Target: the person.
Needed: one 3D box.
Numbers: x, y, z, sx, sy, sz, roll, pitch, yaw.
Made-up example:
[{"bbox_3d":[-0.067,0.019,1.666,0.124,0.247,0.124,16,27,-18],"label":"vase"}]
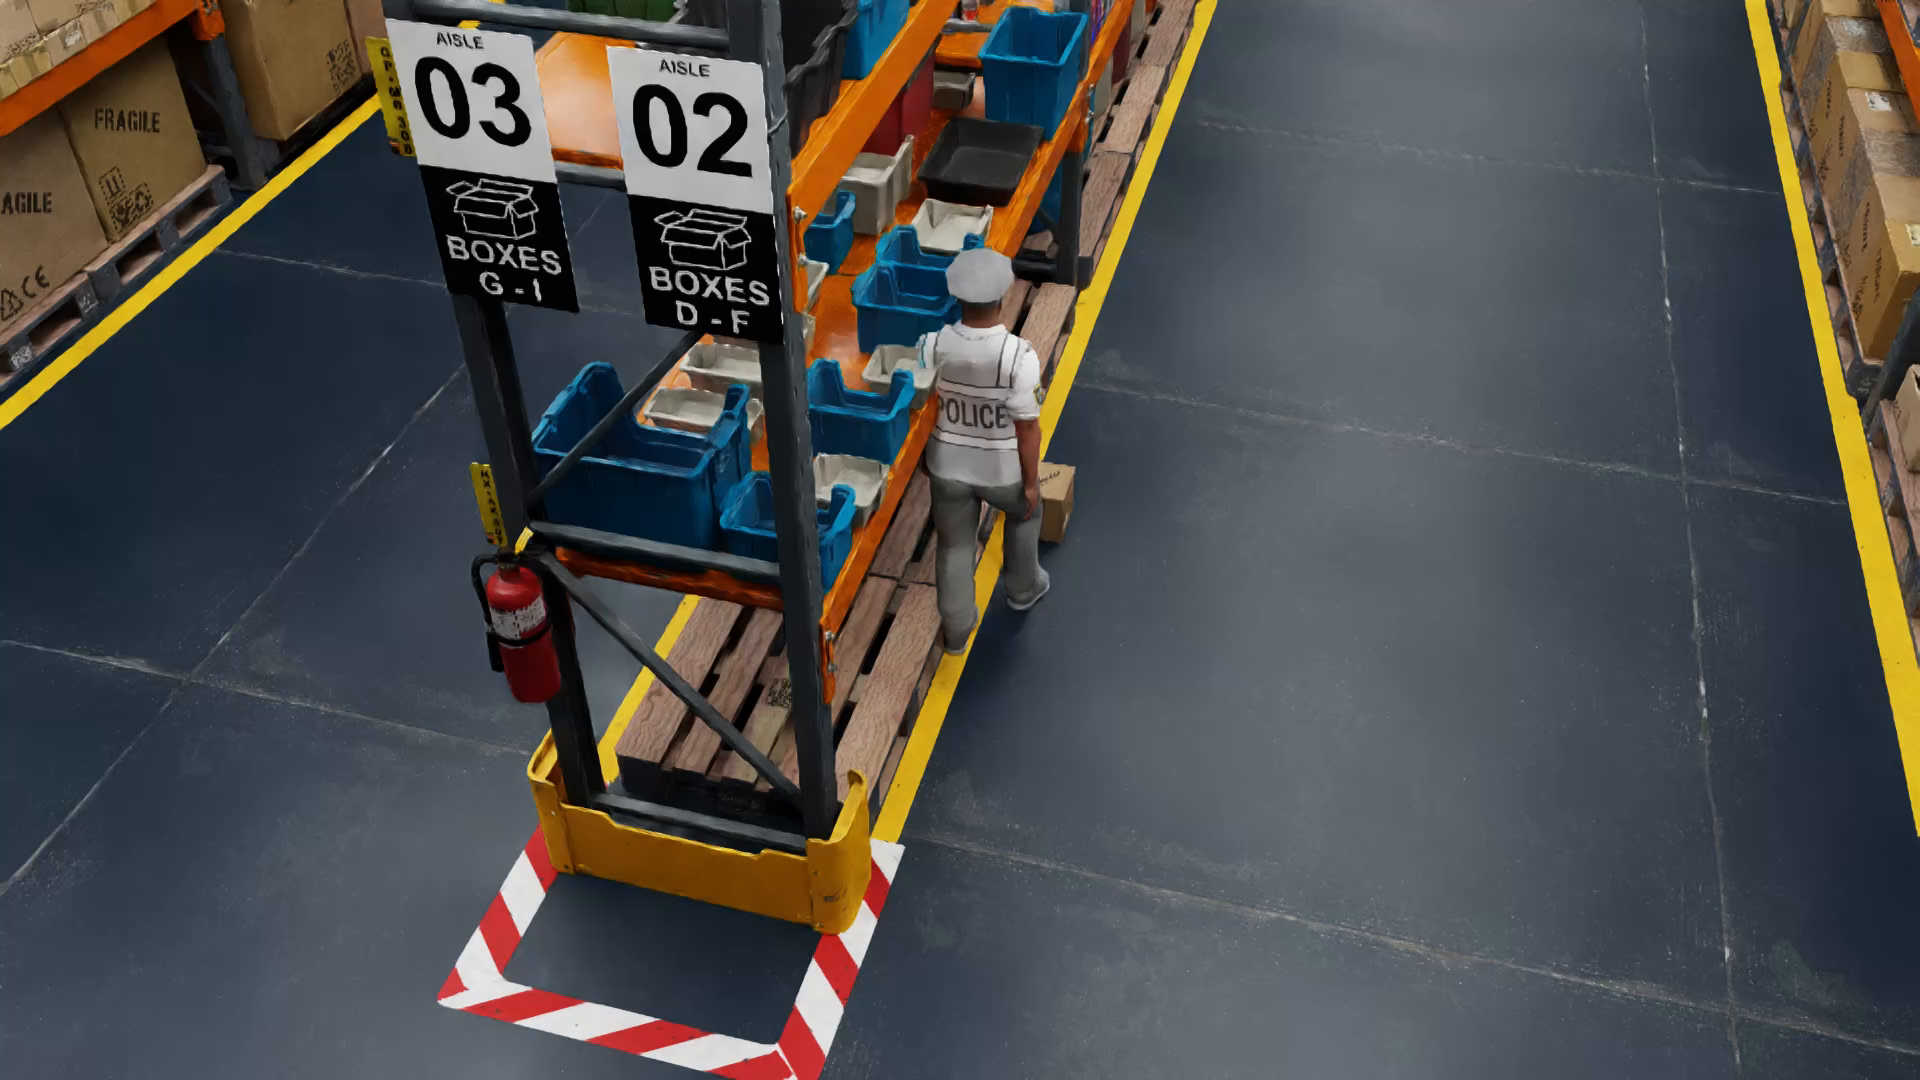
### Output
[{"bbox_3d":[0.080,-0.361,6.552,0.536,1.770,0.612,9,42,10],"label":"person"}]
